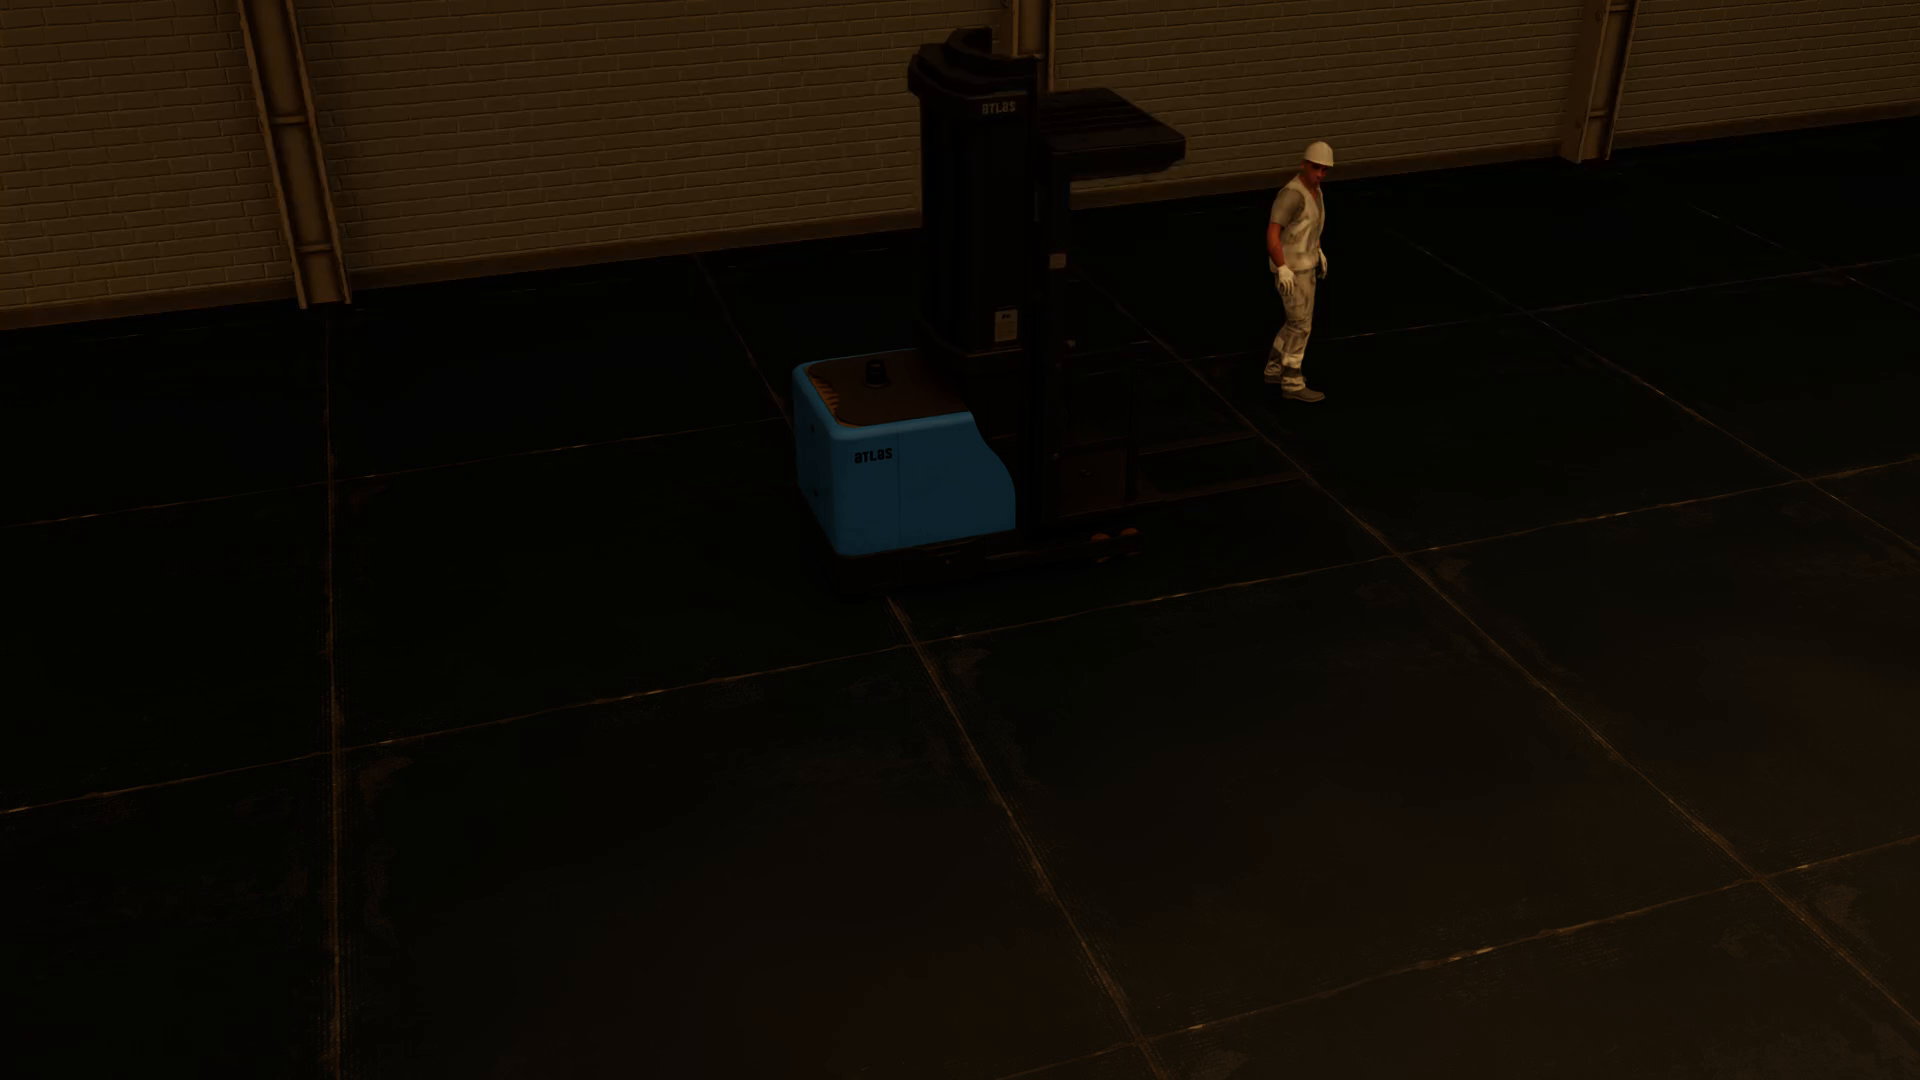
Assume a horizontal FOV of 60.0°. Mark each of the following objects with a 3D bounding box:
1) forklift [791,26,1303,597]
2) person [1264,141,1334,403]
[{"bbox_3d":[0.582,-1.380,9.485,3.031,2.935,1.130,-10,31,-16],"label":"forklift"},{"bbox_3d":[2.391,-1.850,11.467,0.505,1.772,0.757,13,32,21],"label":"person"}]
